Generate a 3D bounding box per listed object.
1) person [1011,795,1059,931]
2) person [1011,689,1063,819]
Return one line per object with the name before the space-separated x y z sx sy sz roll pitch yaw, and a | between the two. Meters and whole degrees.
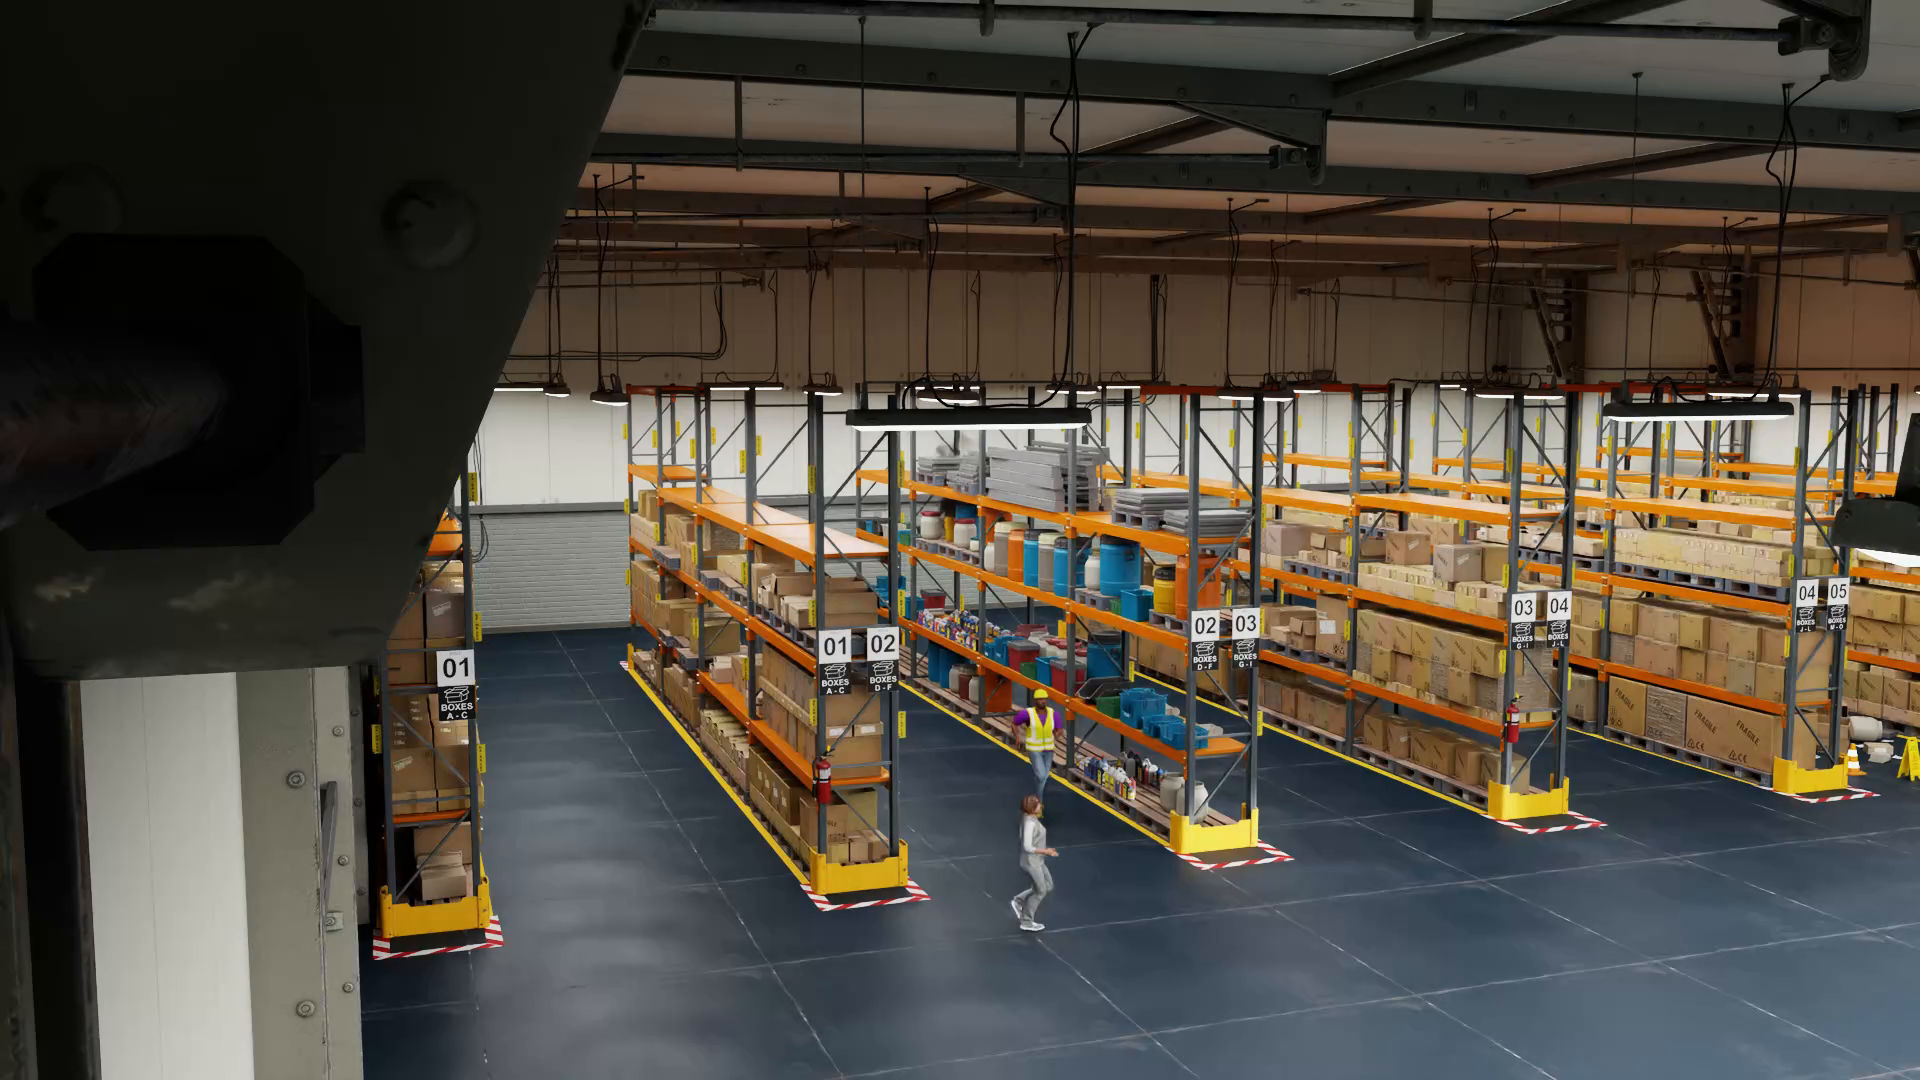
person | 0.840 3.627 18.710 0.551 1.553 0.529 1 6 6
person | 1.139 3.020 23.629 0.671 1.827 0.757 -2 6 -22
